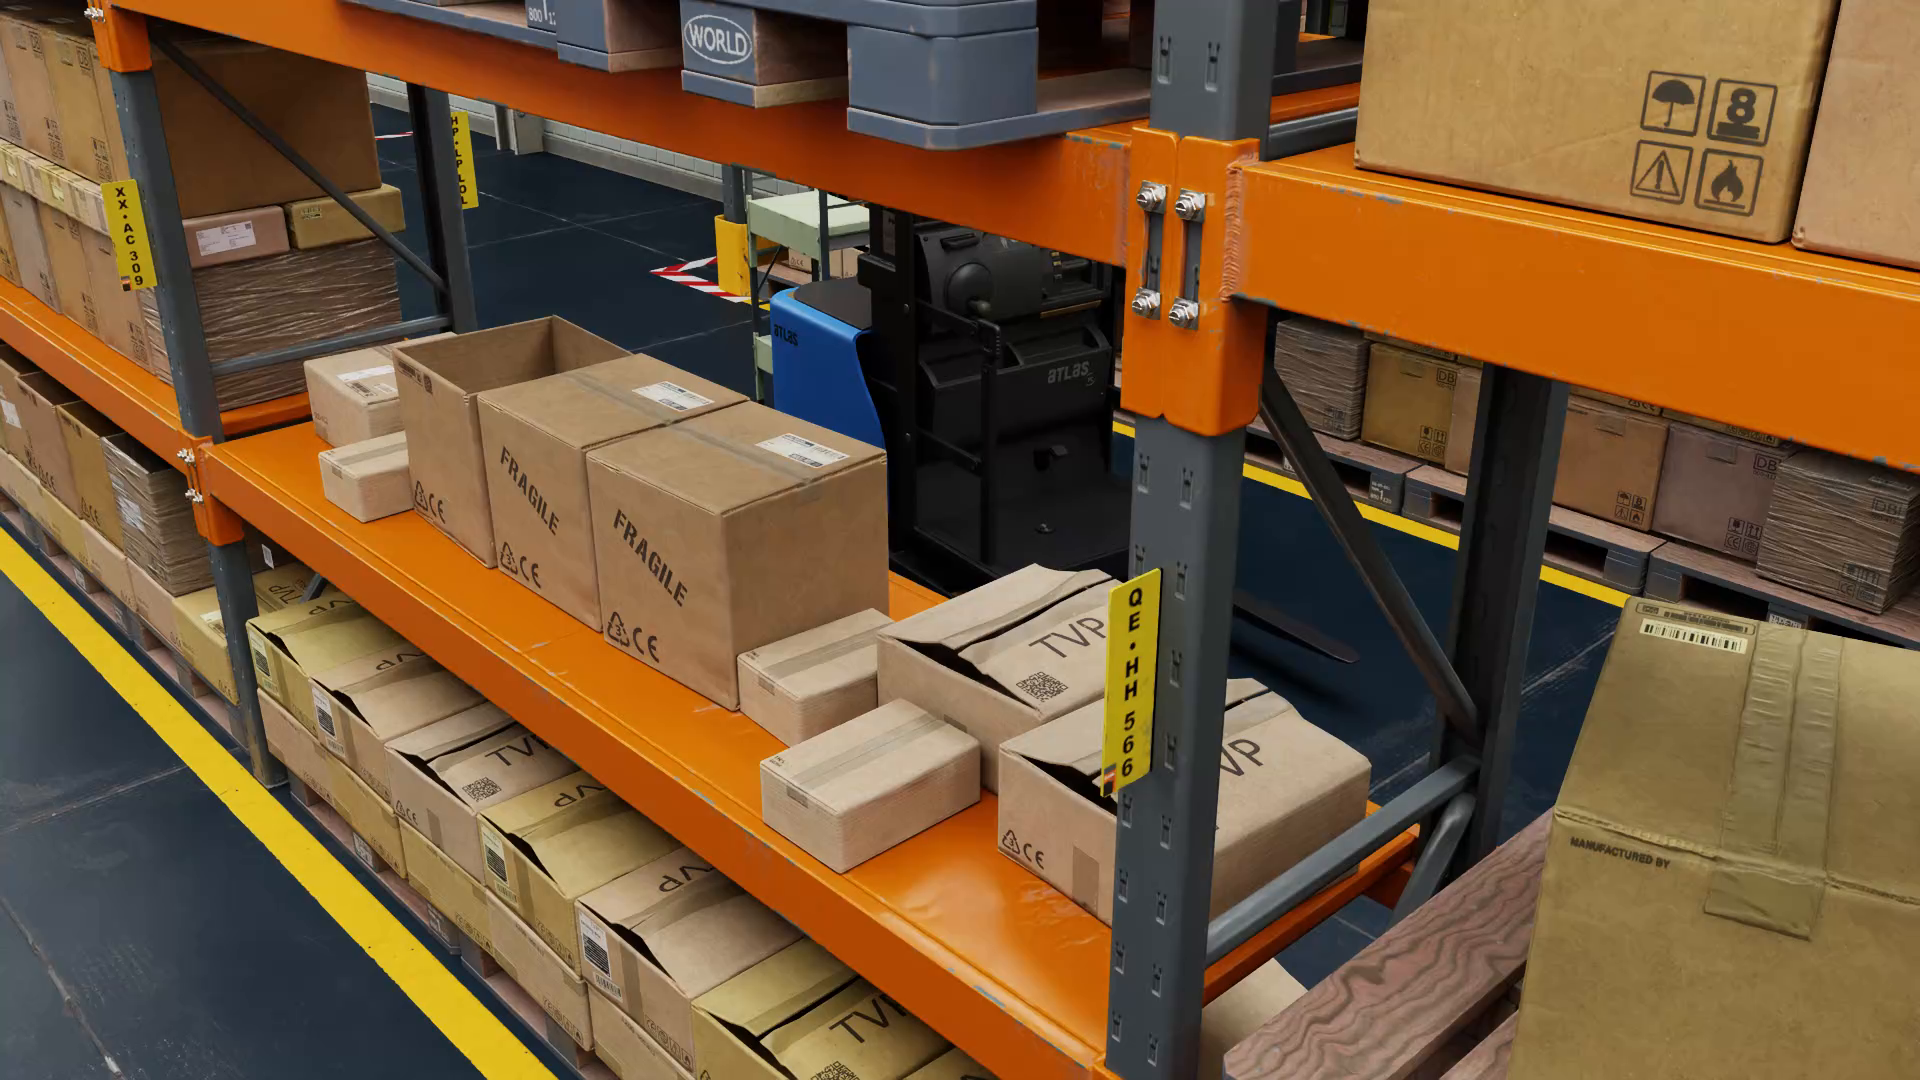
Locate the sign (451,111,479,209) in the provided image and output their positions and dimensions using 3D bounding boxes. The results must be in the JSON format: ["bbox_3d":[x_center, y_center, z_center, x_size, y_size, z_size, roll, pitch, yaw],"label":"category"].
[{"bbox_3d":[-1.706,-1.291,5.665,0.100,0.325,0.005,-21,32,-38],"label":"sign"}]

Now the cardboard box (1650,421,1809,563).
[{"bbox_3d":[3.455,-0.293,7.260,0.700,0.500,0.500,-21,32,-39],"label":"cardboard box"}]

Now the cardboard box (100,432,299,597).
[{"bbox_3d":[-2.905,-0.158,6.385,0.500,0.500,0.500,-21,32,-38],"label":"cardboard box"}]

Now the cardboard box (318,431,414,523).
[{"bbox_3d":[-1.639,-0.202,4.882,0.380,0.149,0.250,-21,32,-38],"label":"cardboard box"}]

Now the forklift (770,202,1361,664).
[{"bbox_3d":[0.362,-1.120,6.673,1.130,2.935,3.031,-16,29,-32],"label":"forklift"}]

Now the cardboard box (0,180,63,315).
[{"bbox_3d":[-3.460,-1.287,6.837,0.700,0.500,0.500,-20,31,-37],"label":"cardboard box"}]

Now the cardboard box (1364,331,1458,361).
[{"bbox_3d":[2.337,-1.103,8.131,0.500,0.250,0.500,-22,33,-39],"label":"cardboard box"}]

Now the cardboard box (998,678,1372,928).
[{"bbox_3d":[0.422,0.487,3.176,0.500,0.311,0.500,-19,31,-35],"label":"cardboard box"}]

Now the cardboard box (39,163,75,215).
[{"bbox_3d":[-3.132,-1.314,6.114,0.380,0.149,0.250,-21,32,-39],"label":"cardboard box"}]

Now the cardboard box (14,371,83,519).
[{"bbox_3d":[-3.602,-0.455,7.037,0.500,0.500,0.500,-21,32,-38],"label":"cardboard box"}]

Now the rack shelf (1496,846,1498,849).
[{"bbox_3d":[2.006,1.502,1.710,1.077,0.370,4.000,-21,32,-38],"label":"rack shelf"}]

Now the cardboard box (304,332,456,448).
[{"bbox_3d":[-1.727,-0.438,5.277,0.500,0.250,0.500,-19,31,-35],"label":"cardboard box"}]

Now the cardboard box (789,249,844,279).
[{"bbox_3d":[-0.809,-2.003,11.236,0.500,0.311,0.500,19,31,36],"label":"cardboard box"}]

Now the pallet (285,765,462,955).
[{"bbox_3d":[-1.563,0.838,5.659,1.003,0.211,1.213,-21,32,-38],"label":"pallet"}]

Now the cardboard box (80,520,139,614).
[{"bbox_3d":[-3.259,0.037,6.862,0.500,0.250,0.500,-21,32,-38],"label":"cardboard box"}]

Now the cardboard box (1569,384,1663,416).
[{"bbox_3d":[3.023,-0.790,7.445,0.500,0.250,0.500,-21,32,-39],"label":"cardboard box"}]

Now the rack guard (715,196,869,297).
[{"bbox_3d":[-1.164,-2.101,11.753,1.175,0.500,0.348,-21,32,-38],"label":"rack guard"}]

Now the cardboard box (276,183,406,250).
[{"bbox_3d":[-2.138,-1.120,5.689,0.380,0.149,0.250,-21,32,-39],"label":"cardboard box"}]

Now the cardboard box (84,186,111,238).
[{"bbox_3d":[-2.786,-1.159,5.775,0.380,0.149,0.250,-22,33,-40],"label":"cardboard box"}]

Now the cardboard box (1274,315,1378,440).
[{"bbox_3d":[2.033,-0.894,8.577,0.700,0.500,0.500,-20,31,-37],"label":"cardboard box"}]

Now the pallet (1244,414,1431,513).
[{"bbox_3d":[2.051,-0.545,8.691,1.003,0.211,1.213,-21,32,-38],"label":"pallet"}]

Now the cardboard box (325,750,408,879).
[{"bbox_3d":[-1.652,0.765,5.267,0.500,0.250,0.500,-20,31,-37],"label":"cardboard box"}]

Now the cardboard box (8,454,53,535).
[{"bbox_3d":[-3.939,-0.267,7.529,0.500,0.250,0.500,-21,32,-38],"label":"cardboard box"}]

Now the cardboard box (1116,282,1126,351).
[{"bbox_3d":[0.779,-1.415,9.720,0.500,0.500,0.500,21,32,38],"label":"cardboard box"}]

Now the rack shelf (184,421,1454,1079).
[{"bbox_3d":[-0.728,0.290,4.367,1.077,0.370,4.000,-21,32,-38],"label":"rack shelf"}]

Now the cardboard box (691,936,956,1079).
[{"bbox_3d":[-0.259,1.129,3.792,0.500,0.311,0.500,-22,32,-39],"label":"cardboard box"}]

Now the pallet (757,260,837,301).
[{"bbox_3d":[-0.635,-1.713,11.252,1.003,0.211,1.213,-21,32,-38],"label":"pallet"}]

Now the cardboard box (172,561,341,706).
[{"bbox_3d":[-2.572,0.338,6.201,0.500,0.250,0.500,-21,32,-38],"label":"cardboard box"}]

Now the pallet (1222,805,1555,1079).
[{"bbox_3d":[1.153,0.842,2.522,1.213,0.211,1.003,-21,32,-38],"label":"pallet"}]

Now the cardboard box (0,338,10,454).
[{"bbox_3d":[-4.282,-0.760,7.704,0.500,0.500,0.500,-21,32,-38],"label":"cardboard box"}]

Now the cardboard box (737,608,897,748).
[{"bbox_3d":[-0.274,0.313,3.753,0.380,0.149,0.250,-18,30,-35],"label":"cardboard box"}]

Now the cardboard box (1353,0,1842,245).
[{"bbox_3d":[0.961,-0.719,1.977,0.910,0.500,0.500,-21,32,-38],"label":"cardboard box"}]

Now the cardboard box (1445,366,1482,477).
[{"bbox_3d":[2.742,-0.586,7.901,0.700,0.500,0.500,-21,32,-38],"label":"cardboard box"}]

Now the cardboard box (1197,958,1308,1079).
[{"bbox_3d":[0.495,1.132,3.787,0.500,0.311,0.500,-20,31,-37],"label":"cardboard box"}]

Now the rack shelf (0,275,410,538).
[{"bbox_3d":[-3.462,-0.922,7.023,1.077,0.370,4.000,-21,32,-38],"label":"rack shelf"}]

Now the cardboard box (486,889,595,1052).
[{"bbox_3d":[-0.949,1.075,4.586,0.500,0.250,0.500,-20,32,-38],"label":"cardboard box"}]

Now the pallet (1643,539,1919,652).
[{"bbox_3d":[3.719,0.194,7.071,1.003,0.211,1.213,-21,32,-38],"label":"pallet"}]

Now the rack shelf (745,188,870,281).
[{"bbox_3d":[-0.700,-1.490,8.268,0.431,0.370,0.720,-16,29,-32],"label":"rack shelf"}]

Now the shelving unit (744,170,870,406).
[{"bbox_3d":[-0.700,-1.135,8.430,0.431,1.500,0.755,-16,29,-32],"label":"shelving unit"}]

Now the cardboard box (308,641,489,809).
[{"bbox_3d":[-1.657,0.511,5.148,0.500,0.311,0.500,-22,32,-39],"label":"cardboard box"}]

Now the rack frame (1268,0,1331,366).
[{"bbox_3d":[1.518,-2.049,8.628,1.000,3.000,0.127,-21,32,-38],"label":"rack frame"}]

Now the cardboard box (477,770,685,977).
[{"bbox_3d":[-0.943,0.823,4.463,0.500,0.311,0.500,-20,31,-37],"label":"cardboard box"}]

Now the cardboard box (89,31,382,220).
[{"bbox_3d":[-2.403,-1.411,5.546,0.700,0.500,0.500,-21,32,-38],"label":"cardboard box"}]

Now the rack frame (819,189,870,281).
[{"bbox_3d":[-0.490,-1.010,8.158,0.400,1.500,0.023,-16,29,-32],"label":"rack frame"}]

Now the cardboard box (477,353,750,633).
[{"bbox_3d":[-0.880,-0.140,4.322,0.500,0.500,0.500,-21,32,-38],"label":"cardboard box"}]

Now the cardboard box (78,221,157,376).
[{"bbox_3d":[-2.769,-0.979,6.162,0.700,0.500,0.500,-22,32,-39],"label":"cardboard box"}]

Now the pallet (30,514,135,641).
[{"bbox_3d":[-3.447,0.003,7.489,1.003,0.211,1.213,-21,32,-38],"label":"pallet"}]

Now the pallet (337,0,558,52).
[{"bbox_3d":[-0.657,-1.228,3.442,1.003,0.211,1.213,-19,31,-36],"label":"pallet"}]

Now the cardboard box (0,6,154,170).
[{"bbox_3d":[-3.091,-1.716,6.214,0.700,0.500,0.500,-21,32,-38],"label":"cardboard box"}]

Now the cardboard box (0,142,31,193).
[{"bbox_3d":[-3.488,-1.470,6.456,0.380,0.149,0.250,-20,31,-37],"label":"cardboard box"}]

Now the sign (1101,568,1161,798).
[{"bbox_3d":[0.236,0.201,2.301,0.100,0.325,0.005,-21,32,-38],"label":"sign"}]

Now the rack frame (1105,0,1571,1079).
[{"bbox_3d":[0.641,0.568,2.891,0.949,2.616,0.053,-21,32,-38],"label":"rack frame"}]
